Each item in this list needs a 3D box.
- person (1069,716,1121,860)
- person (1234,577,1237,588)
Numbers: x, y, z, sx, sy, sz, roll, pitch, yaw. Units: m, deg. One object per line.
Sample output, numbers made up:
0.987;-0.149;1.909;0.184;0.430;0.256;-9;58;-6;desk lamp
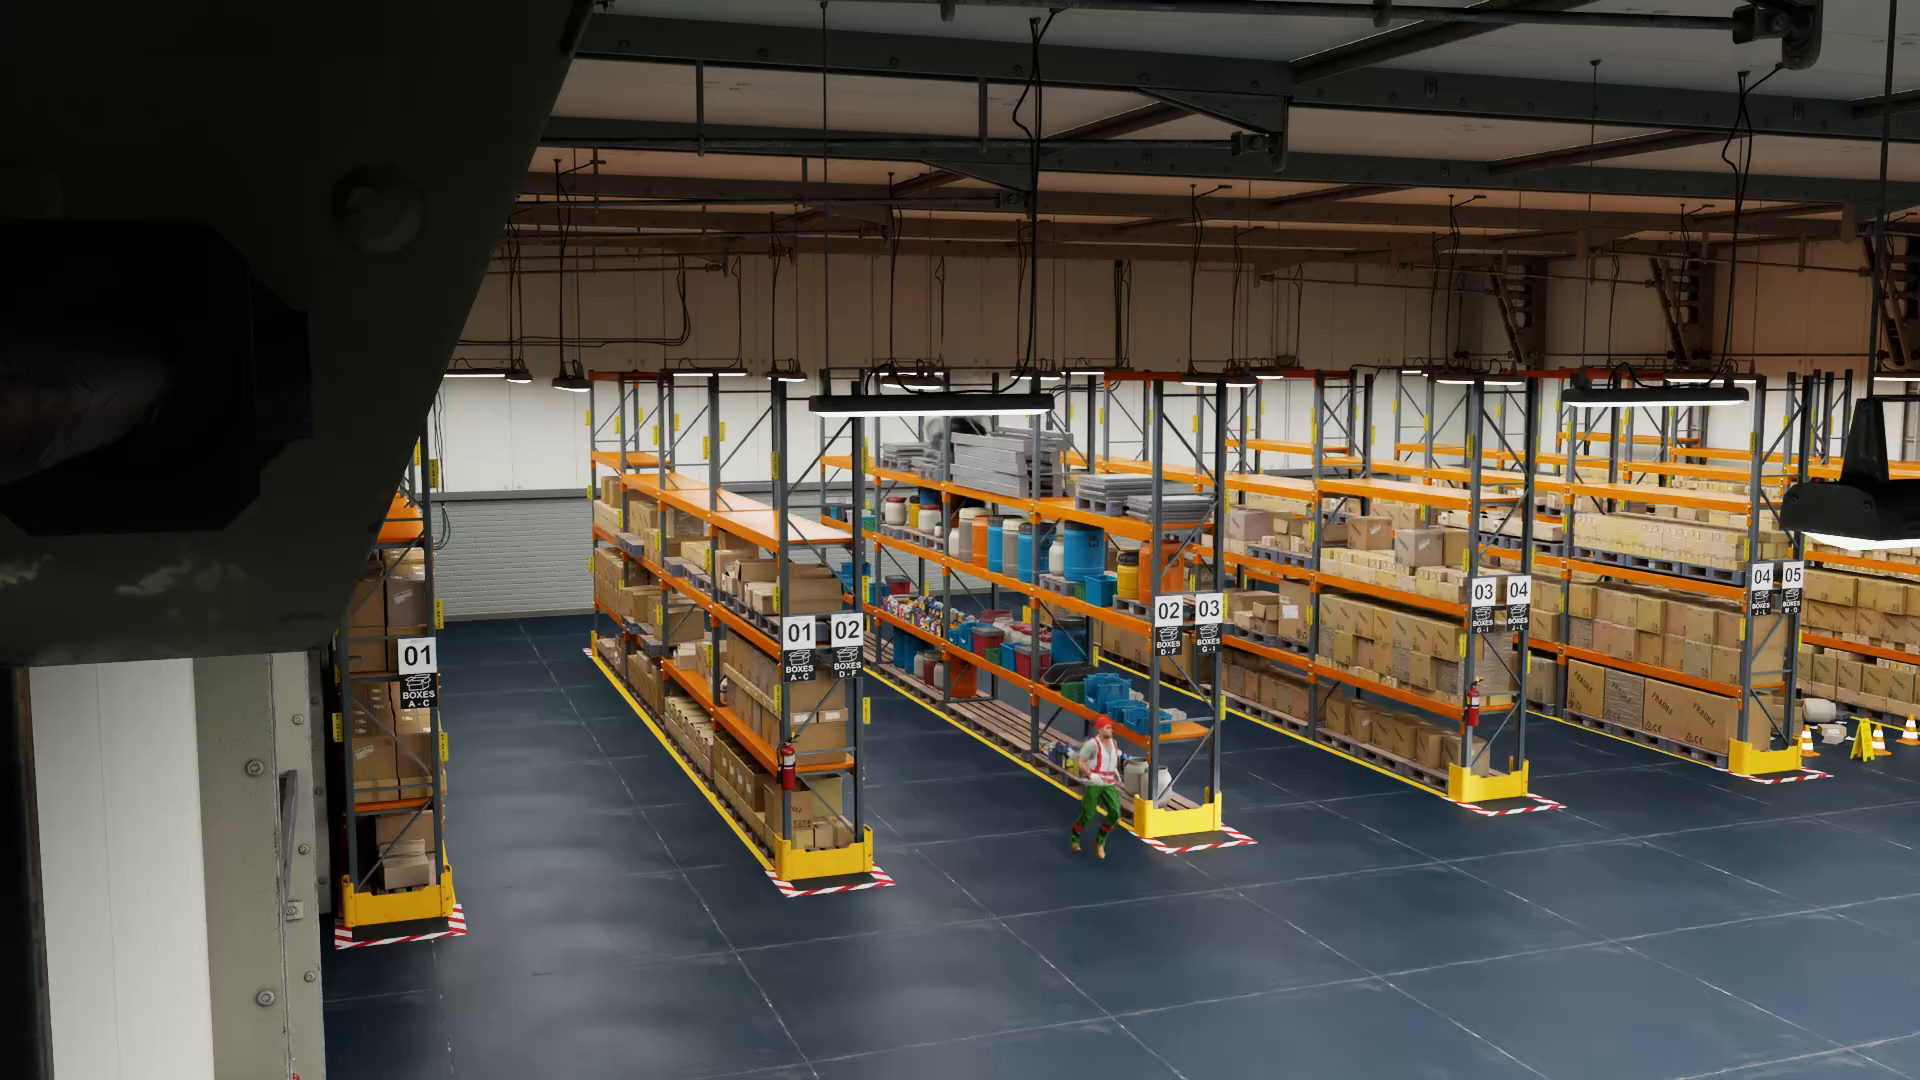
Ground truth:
1.787;3.116;21.084;0.719;1.780;0.678;-4;7;-30;person
5.906;1.589;35.471;0.608;1.584;0.599;-2;7;-21;person
